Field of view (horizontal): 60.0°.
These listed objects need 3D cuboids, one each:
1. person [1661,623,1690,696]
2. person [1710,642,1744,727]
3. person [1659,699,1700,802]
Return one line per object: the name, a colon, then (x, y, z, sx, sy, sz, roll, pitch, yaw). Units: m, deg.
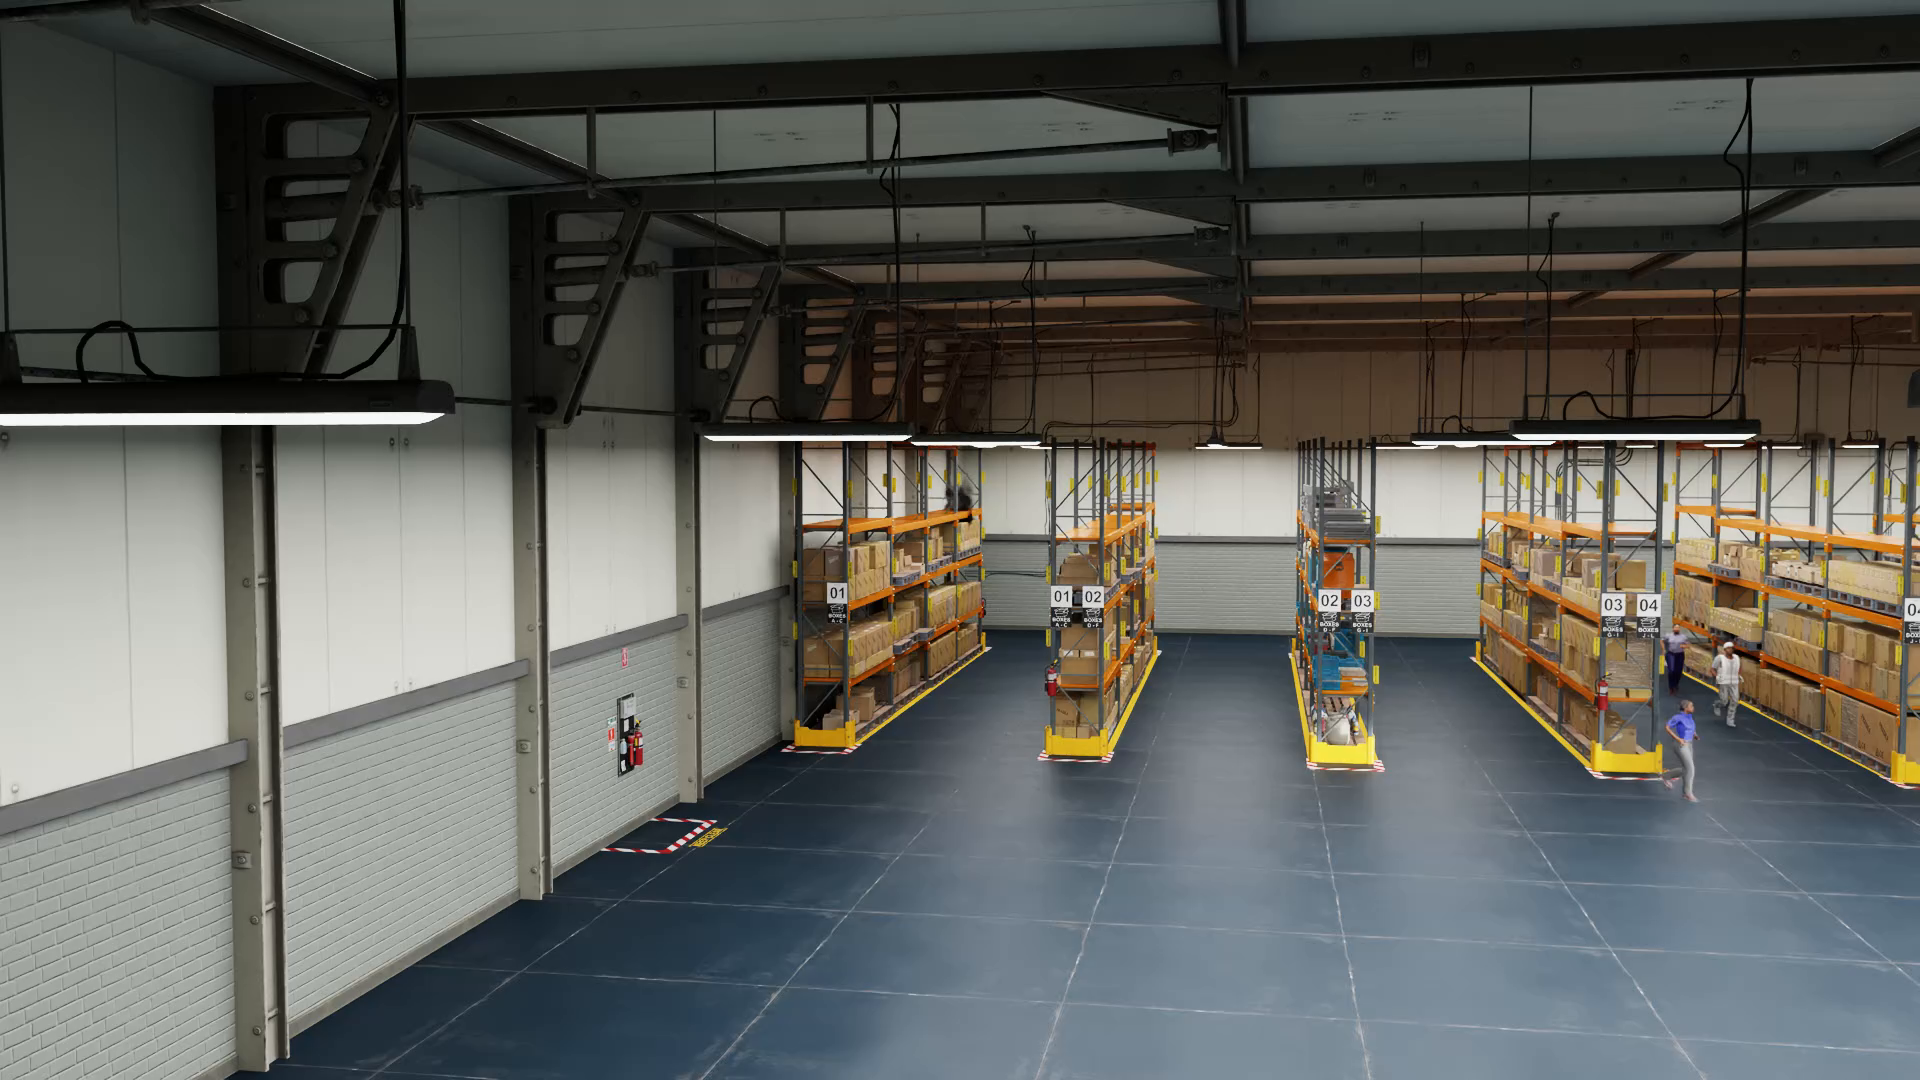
person: (16.944, 2.817, 39.382, 0.582, 1.706, 0.770, 1, 3, 10)
person: (16.105, 3.010, 34.892, 0.679, 1.758, 0.813, 0, 3, 3)
person: (12.011, 3.467, 27.653, 0.607, 1.644, 0.826, -2, 4, -40)
